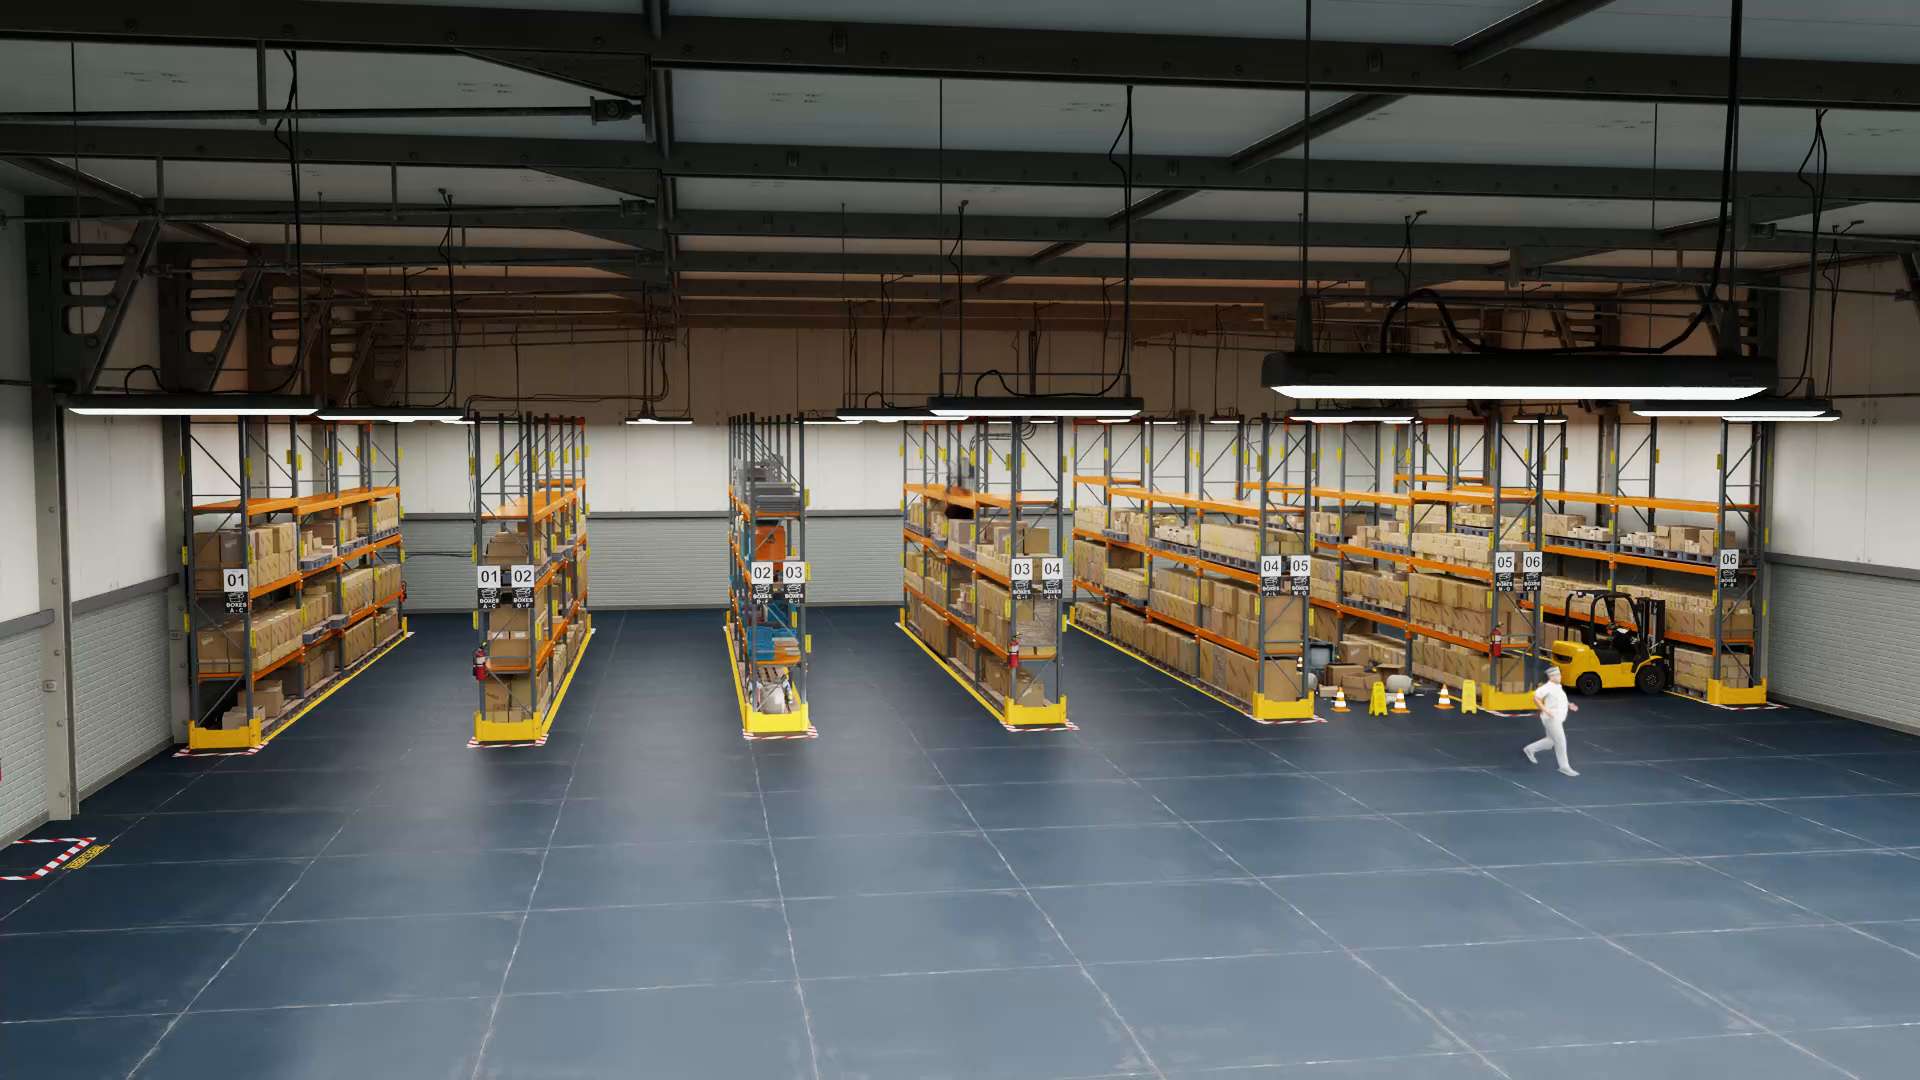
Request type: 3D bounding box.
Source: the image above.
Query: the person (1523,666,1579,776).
[{"bbox_3d":[9.812,2.968,27.528,0.909,1.775,0.664,3,5,36],"label":"person"}]
